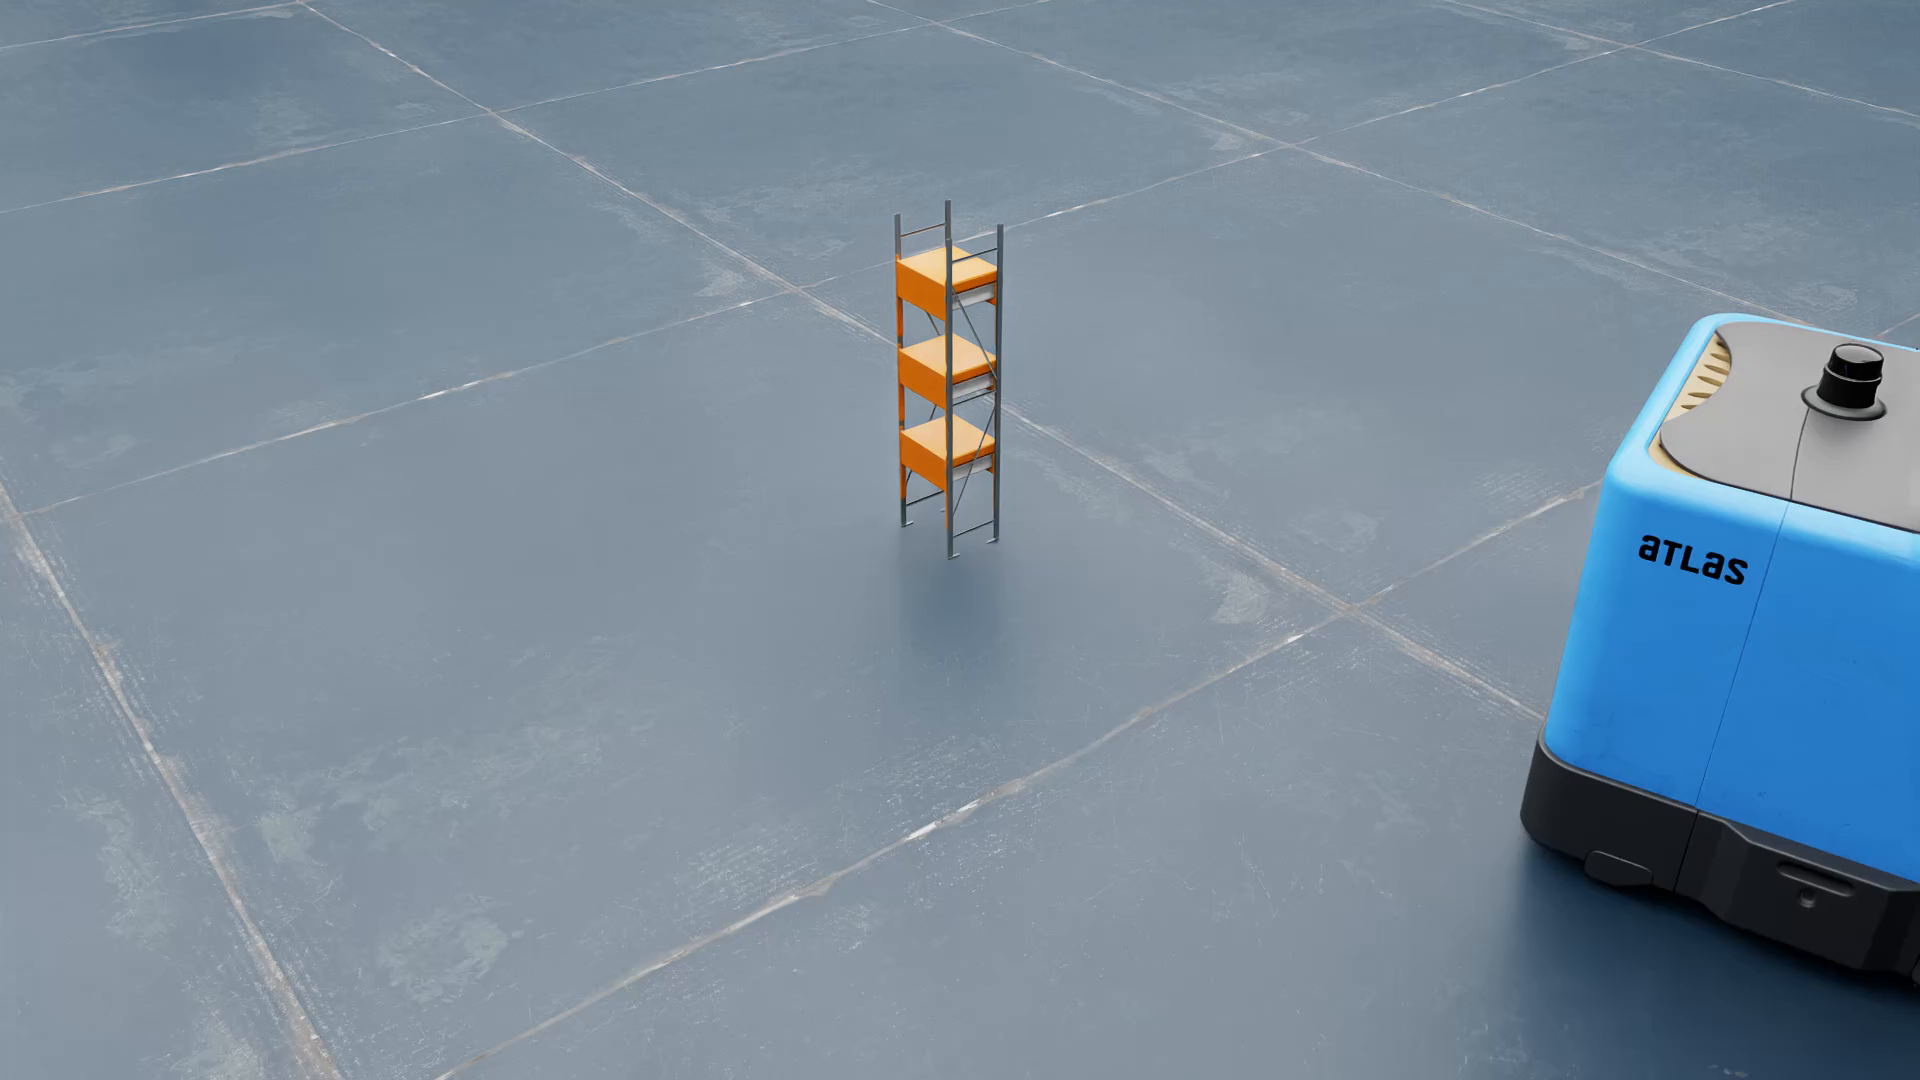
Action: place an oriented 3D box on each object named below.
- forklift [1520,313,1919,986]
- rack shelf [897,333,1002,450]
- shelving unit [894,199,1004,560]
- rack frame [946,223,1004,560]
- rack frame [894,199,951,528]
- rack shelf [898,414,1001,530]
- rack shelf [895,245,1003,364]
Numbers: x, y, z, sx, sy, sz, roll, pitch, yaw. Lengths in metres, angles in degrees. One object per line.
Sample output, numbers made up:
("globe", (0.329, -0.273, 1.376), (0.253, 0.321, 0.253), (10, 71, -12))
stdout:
("forklift", (2.876, -0.291, 2.941), (3.031, 2.935, 1.130), (18, 36, 27))
("rack shelf", (-0.033, -0.459, 5.015), (0.215, 0.259, 0.240), (-22, 38, -31))
("shelving unit", (-0.033, -0.468, 5.009), (0.215, 1.050, 0.252), (-22, 38, -31))
("rack frame", (0.042, -0.417, 4.927), (0.200, 1.050, 0.008), (-22, 38, -31))
("rack frame", (-0.108, -0.519, 5.091), (0.200, 1.050, 0.008), (-22, 38, -31))
("rack shelf", (-0.033, -0.223, 5.161), (0.215, 0.259, 0.240), (-22, 38, -31))
("rack shelf", (-0.033, -0.700, 4.865), (0.215, 0.259, 0.240), (-22, 38, -31))
